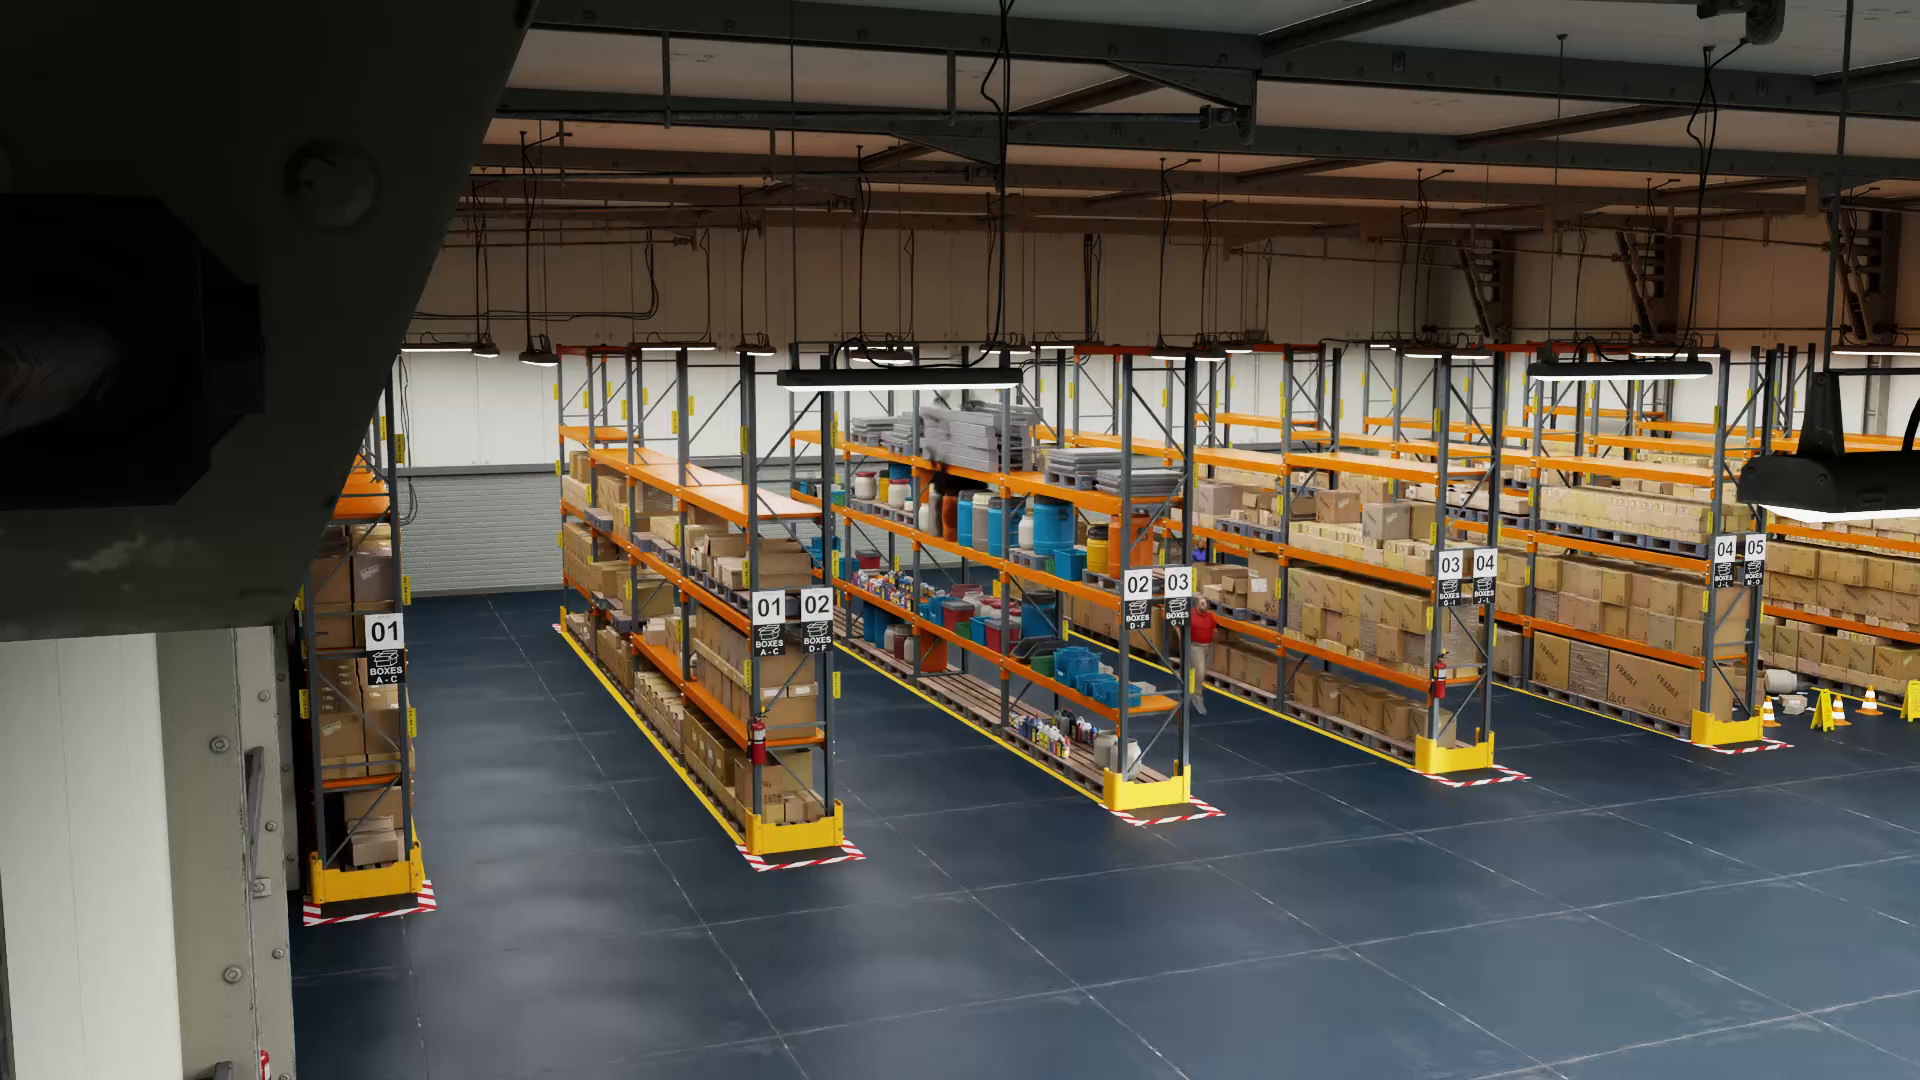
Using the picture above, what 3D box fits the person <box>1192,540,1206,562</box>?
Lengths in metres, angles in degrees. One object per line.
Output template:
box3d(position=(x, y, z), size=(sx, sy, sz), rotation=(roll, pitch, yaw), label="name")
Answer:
box3d(position=(5.372, 0.837, 37.307), size=(0.586, 1.528, 0.750), rotation=(-3, 8, -21), label="person")

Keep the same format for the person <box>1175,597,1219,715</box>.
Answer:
box3d(position=(3.864, 1.841, 26.654), size=(0.631, 1.862, 0.741), rotation=(-5, 9, -36), label="person")
